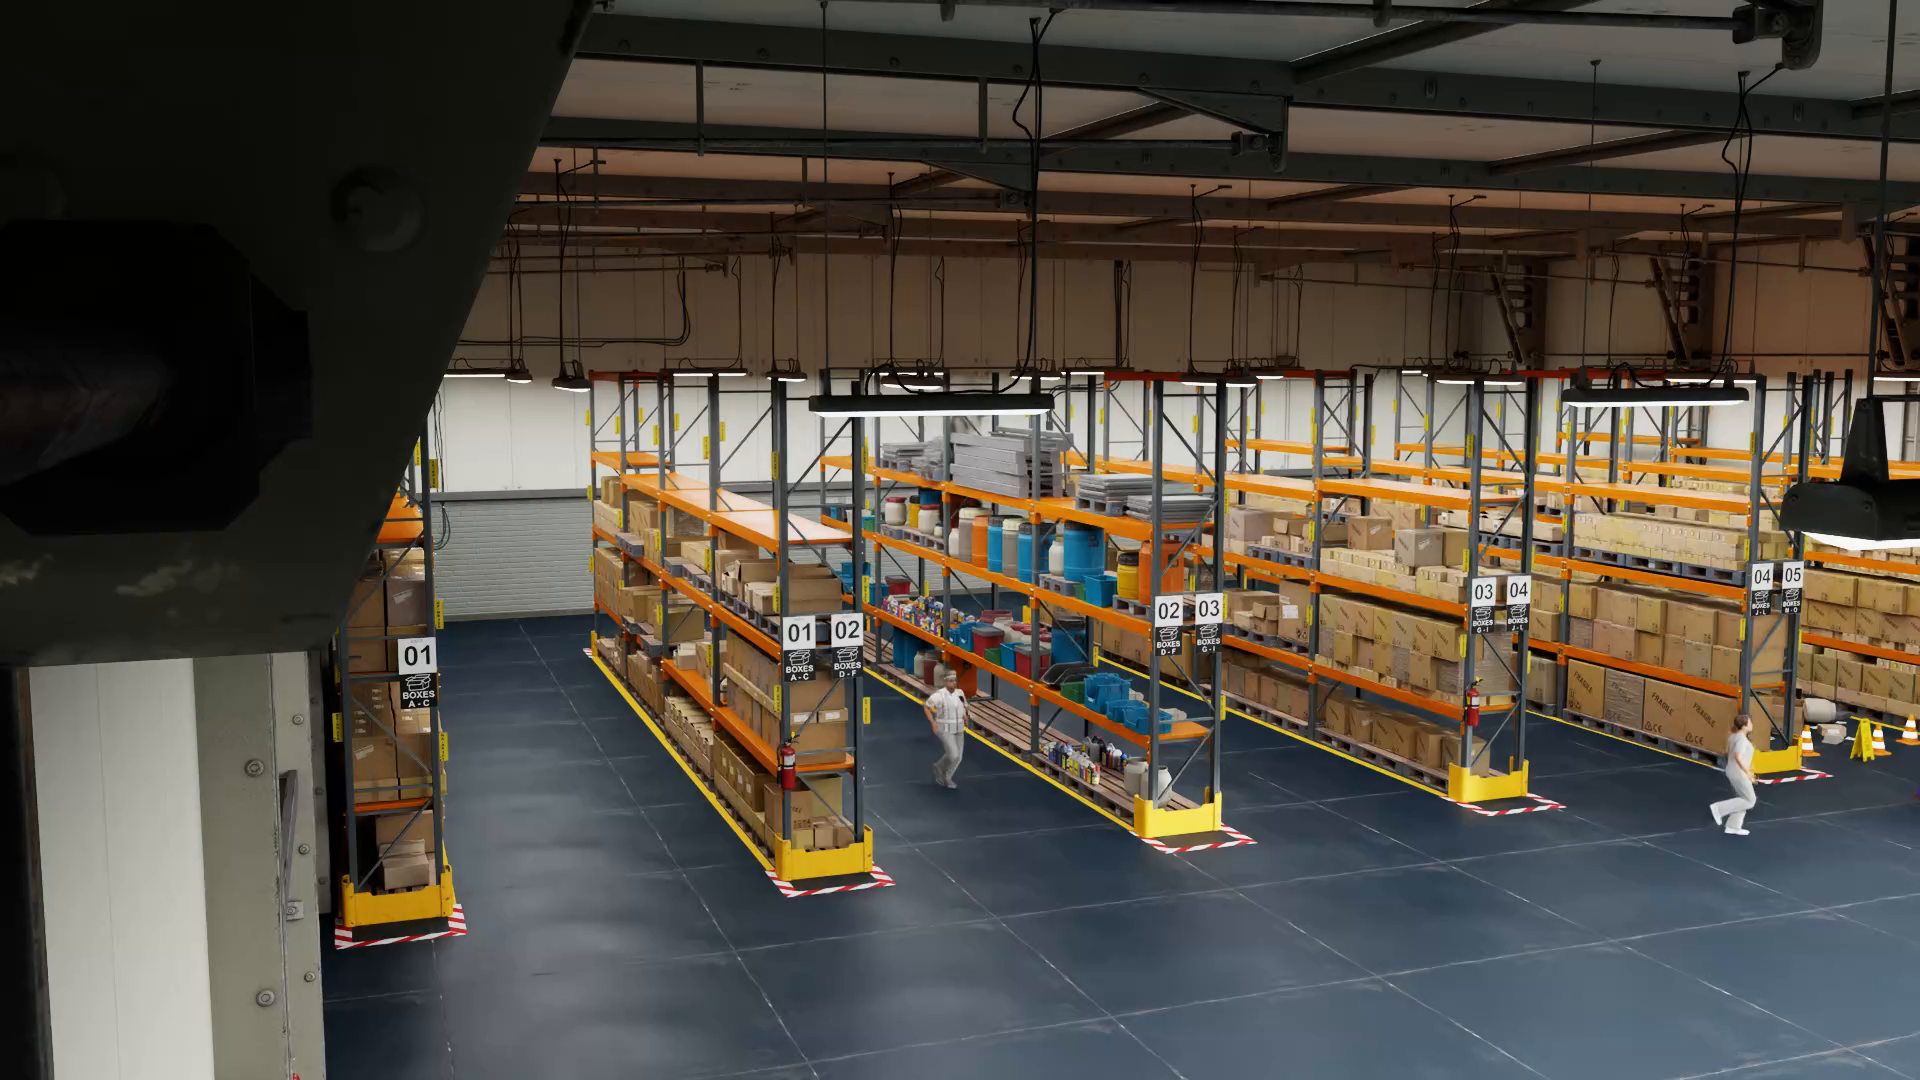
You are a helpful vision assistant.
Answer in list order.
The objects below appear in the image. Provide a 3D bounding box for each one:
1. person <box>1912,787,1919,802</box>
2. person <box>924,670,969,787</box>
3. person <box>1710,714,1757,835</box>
[{"bbox_3d":[13.732,2.964,22.985,0.876,1.684,0.611,4,8,34],"label":"person"},{"bbox_3d":[-0.113,2.761,24.209,0.651,1.740,0.602,-4,8,-35],"label":"person"},{"bbox_3d":[10.210,3.091,21.938,0.599,1.618,0.555,1,6,10],"label":"person"}]
